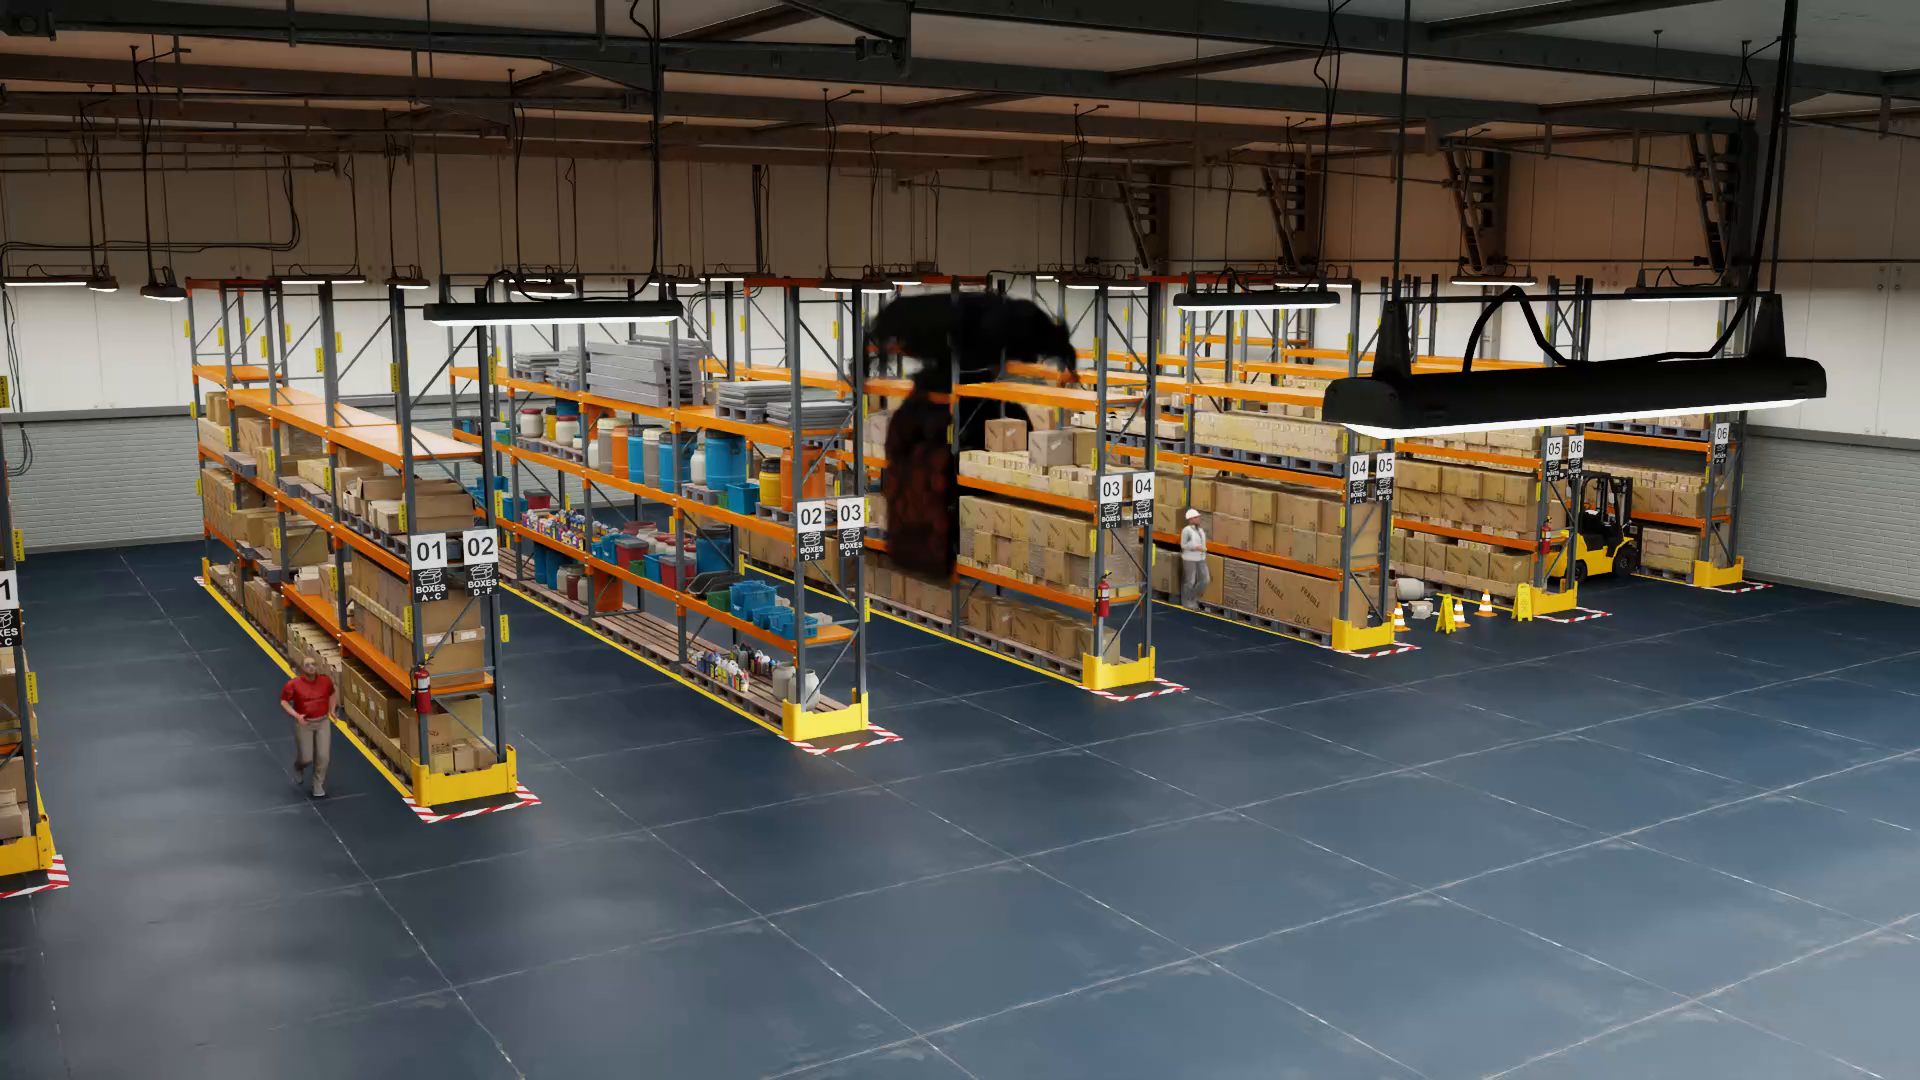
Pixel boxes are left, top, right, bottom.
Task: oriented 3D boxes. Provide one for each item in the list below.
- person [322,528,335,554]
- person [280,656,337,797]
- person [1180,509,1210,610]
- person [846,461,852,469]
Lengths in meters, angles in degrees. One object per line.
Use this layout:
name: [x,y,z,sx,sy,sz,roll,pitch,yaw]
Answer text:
person: [-12.660,-0.102,33.548,0.583,1.670,0.693,9,13,42]
person: [-7.752,2.200,19.877,0.655,1.679,0.626,-8,12,-38]
person: [4.133,0.366,28.950,0.647,1.802,0.605,-8,12,-39]
person: [-2.733,-1.036,38.945,0.705,1.840,0.817,-5,11,-26]
